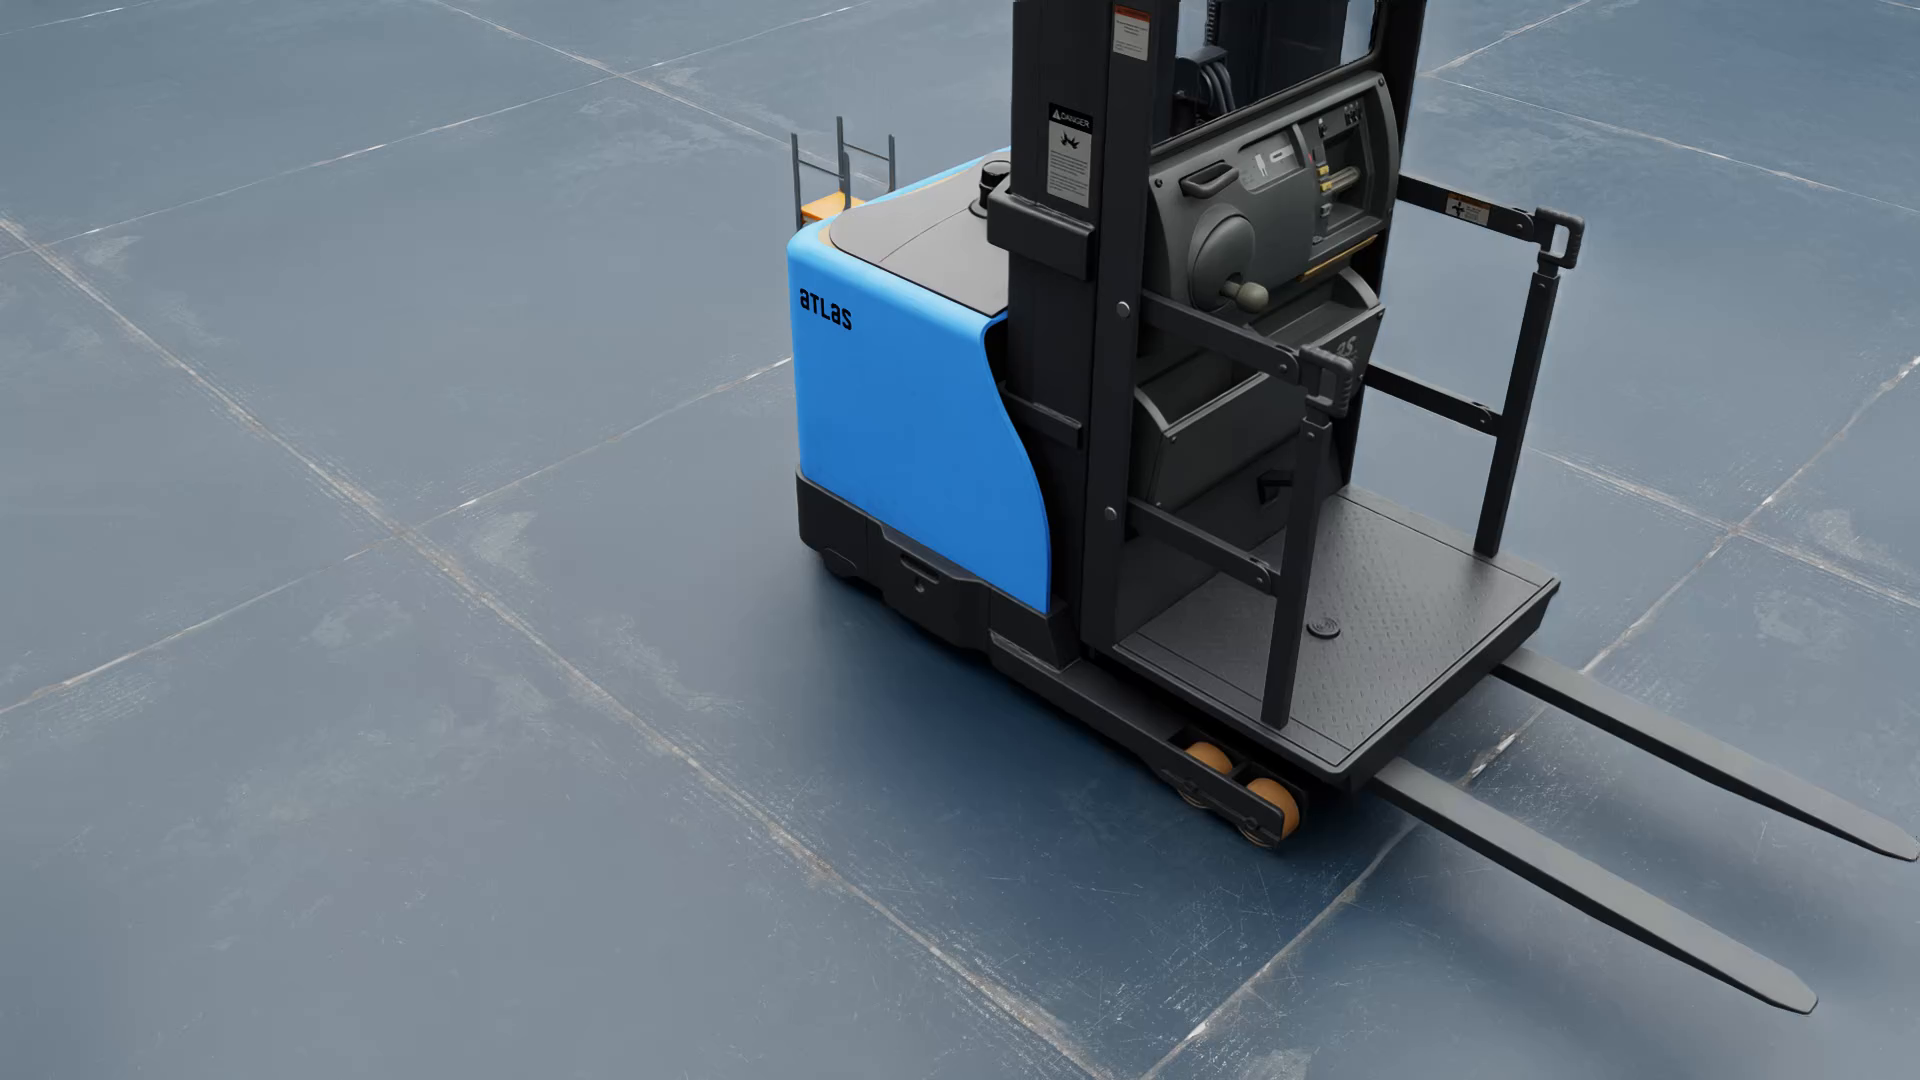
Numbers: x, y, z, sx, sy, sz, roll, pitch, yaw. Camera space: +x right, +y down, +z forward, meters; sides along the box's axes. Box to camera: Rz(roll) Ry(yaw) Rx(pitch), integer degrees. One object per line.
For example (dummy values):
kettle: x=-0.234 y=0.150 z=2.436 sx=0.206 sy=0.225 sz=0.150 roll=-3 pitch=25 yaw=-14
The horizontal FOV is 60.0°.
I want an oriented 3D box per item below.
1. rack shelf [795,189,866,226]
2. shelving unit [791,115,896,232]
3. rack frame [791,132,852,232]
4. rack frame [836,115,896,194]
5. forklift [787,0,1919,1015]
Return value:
rack shelf: x=-0.342 y=-0.951 z=5.012 sx=0.258 sy=0.103 sz=0.180 roll=28 pitch=44 yaw=34
shelving unit: x=-0.342 y=-0.692 z=5.193 sx=0.258 sy=1.200 sz=0.189 roll=28 pitch=44 yaw=34
rack frame: x=-0.404 y=-0.653 z=5.138 sx=0.240 sy=1.200 sz=0.006 roll=28 pitch=44 yaw=34
rack frame: x=-0.280 y=-0.730 z=5.248 sx=0.240 sy=1.200 sz=0.006 roll=28 pitch=44 yaw=34
forklift: x=0.909 y=-0.776 z=3.801 sx=3.031 sy=2.935 sz=1.130 roll=29 pitch=44 yaw=35
